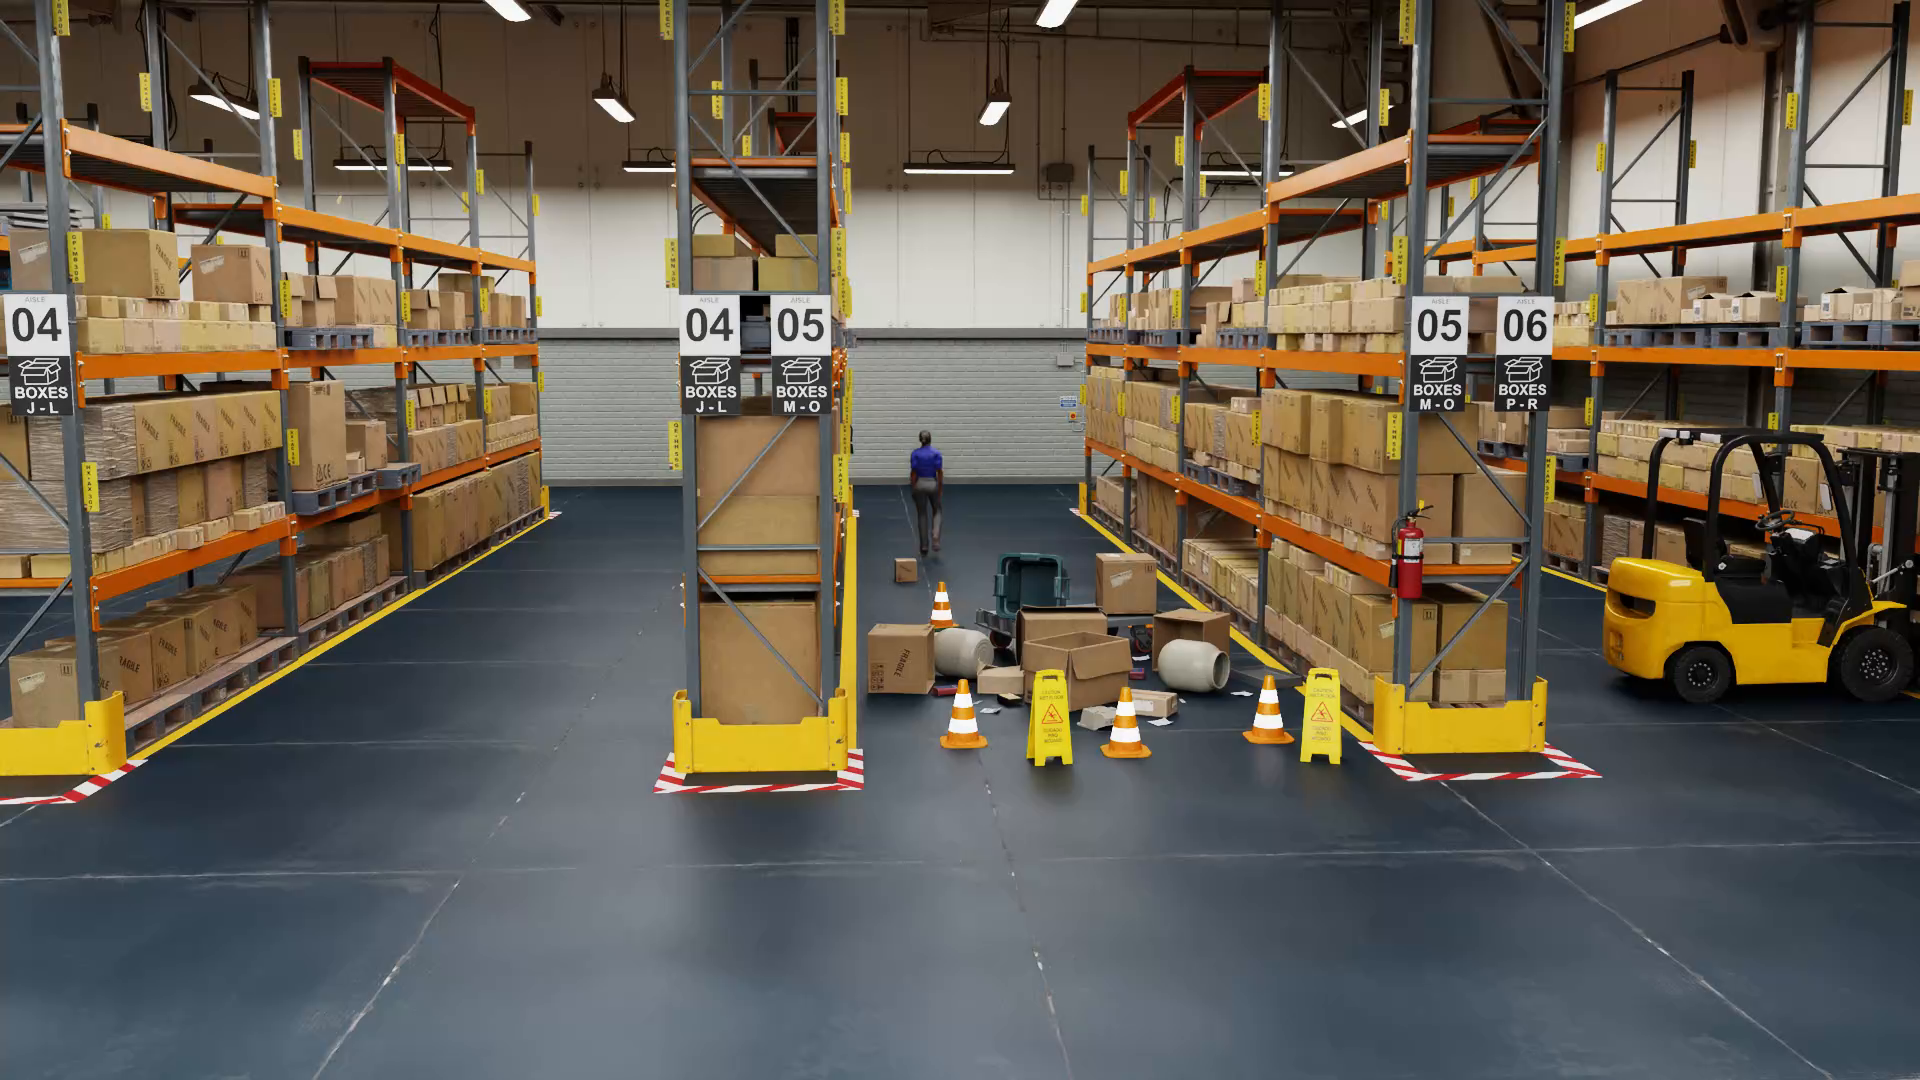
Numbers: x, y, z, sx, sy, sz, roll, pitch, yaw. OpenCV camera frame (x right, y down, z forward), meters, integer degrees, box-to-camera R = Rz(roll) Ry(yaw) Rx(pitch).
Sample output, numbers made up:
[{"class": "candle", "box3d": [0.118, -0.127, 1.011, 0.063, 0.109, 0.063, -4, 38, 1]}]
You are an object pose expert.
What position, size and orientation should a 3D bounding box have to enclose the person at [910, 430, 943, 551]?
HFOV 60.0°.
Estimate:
[{"class": "person", "box3d": [-0.453, -0.673, 22.666, 0.443, 1.667, 0.425, 0, 7, -2]}]
